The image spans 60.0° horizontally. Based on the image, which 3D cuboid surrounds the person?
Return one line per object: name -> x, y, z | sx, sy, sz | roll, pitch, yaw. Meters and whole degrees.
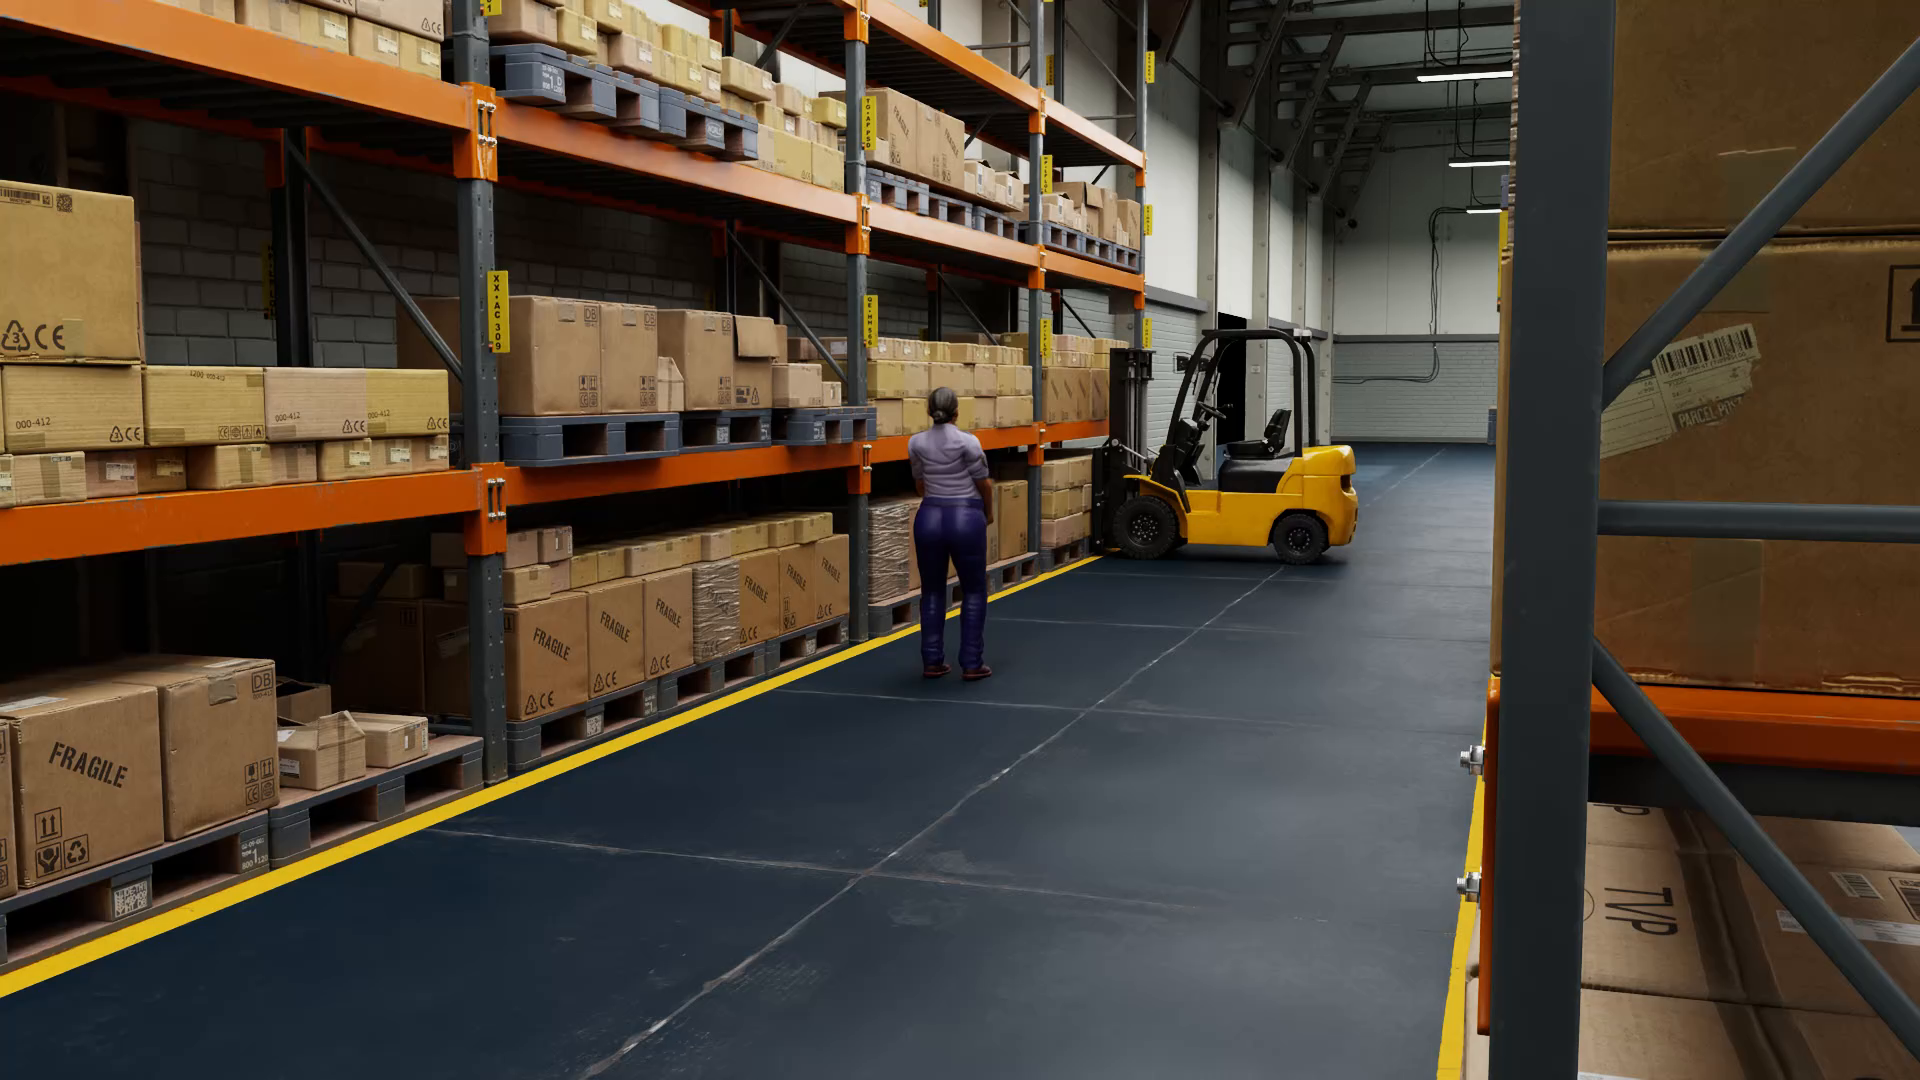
person -> -0.032, -0.039, 9.349 | 0.452, 1.630, 0.524 | 2, 6, 20
